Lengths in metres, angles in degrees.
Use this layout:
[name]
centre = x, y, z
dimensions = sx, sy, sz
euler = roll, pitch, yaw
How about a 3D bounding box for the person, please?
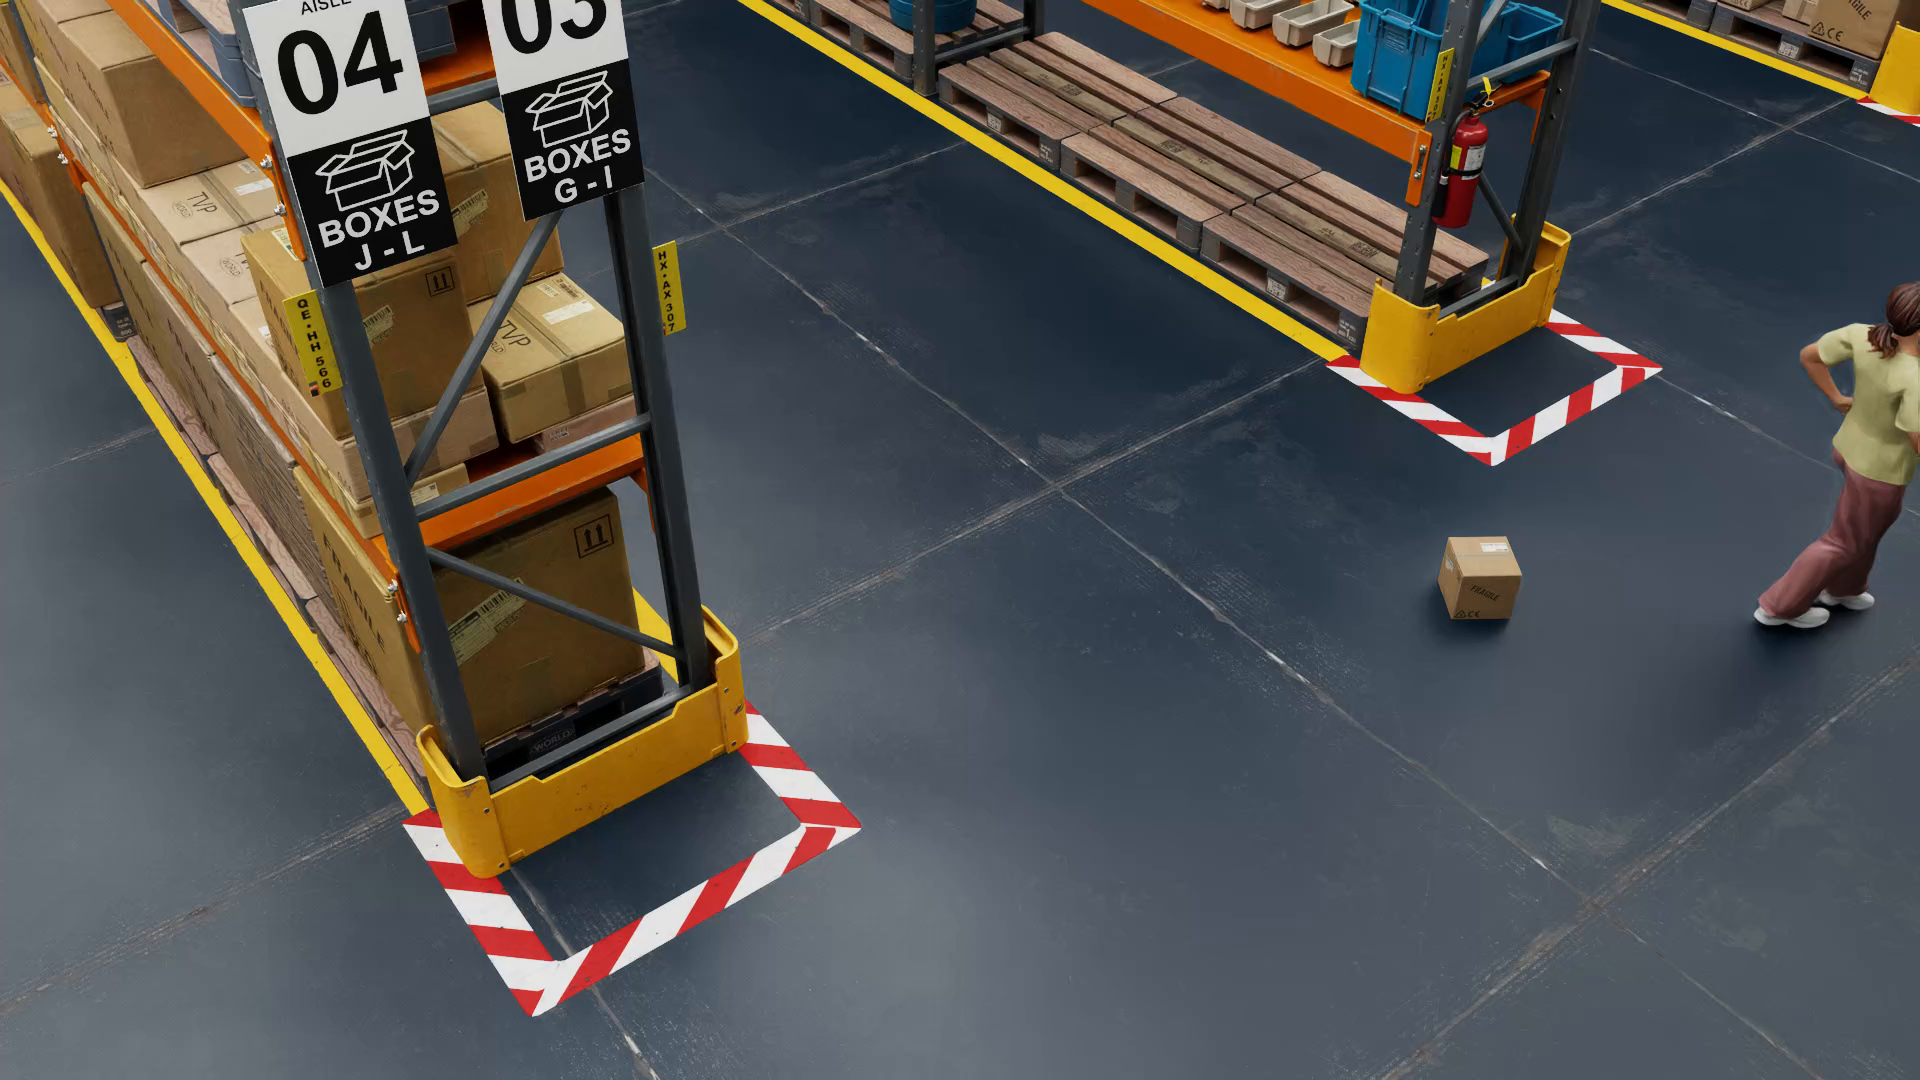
[person]
centre = 3.602, -0.295, 6.515
dimensions = 0.643, 1.687, 0.590
euler = -1, 40, -1
